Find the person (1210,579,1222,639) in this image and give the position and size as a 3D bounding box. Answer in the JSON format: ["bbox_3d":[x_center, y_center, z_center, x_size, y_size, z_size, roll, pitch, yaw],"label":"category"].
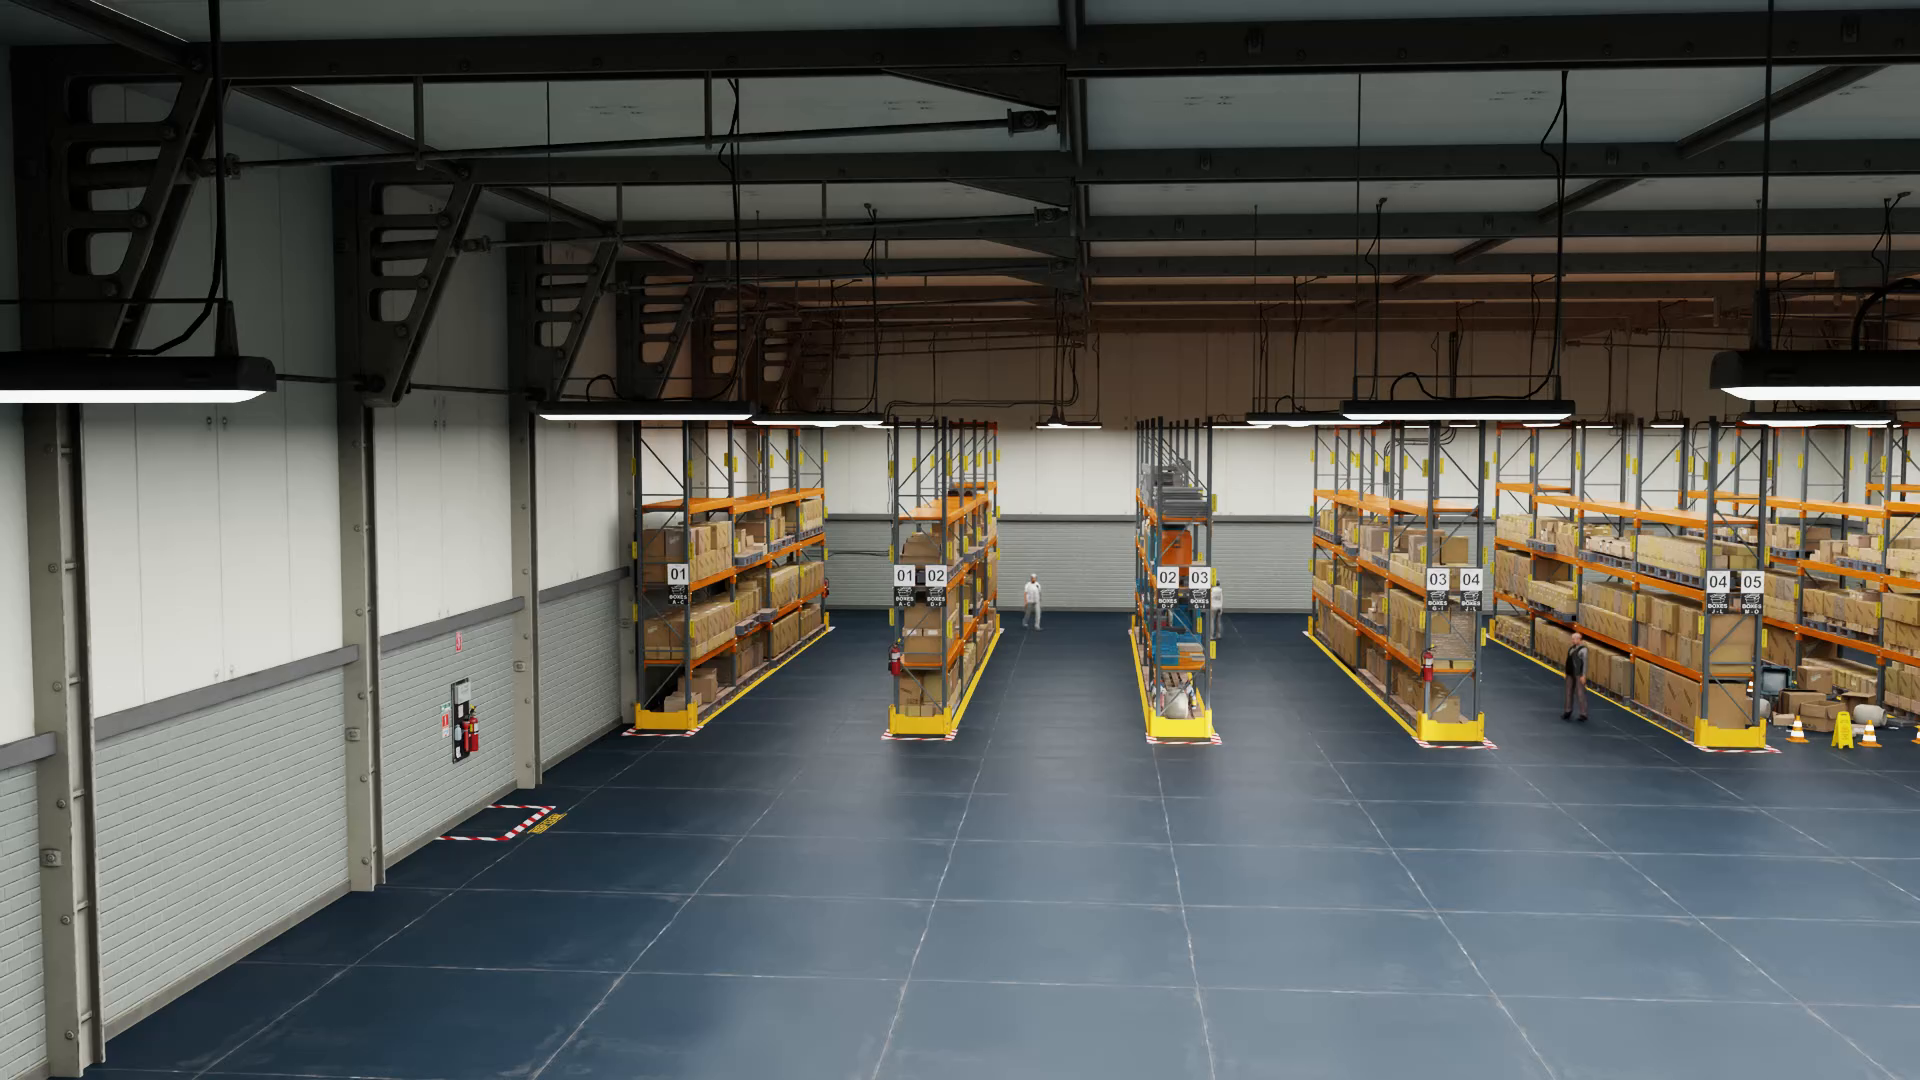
[{"bbox_3d":[6.986,1.904,45.749,0.392,1.682,0.558,3,5,41],"label":"person"}]

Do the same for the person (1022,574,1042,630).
[{"bbox_3d":[2.097,1.781,47.954,0.551,1.614,0.908,-1,4,-17],"label":"person"}]

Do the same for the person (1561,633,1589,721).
[{"bbox_3d":[12.220,2.705,33.034,0.410,1.721,0.590,-2,4,-23],"label":"person"}]
